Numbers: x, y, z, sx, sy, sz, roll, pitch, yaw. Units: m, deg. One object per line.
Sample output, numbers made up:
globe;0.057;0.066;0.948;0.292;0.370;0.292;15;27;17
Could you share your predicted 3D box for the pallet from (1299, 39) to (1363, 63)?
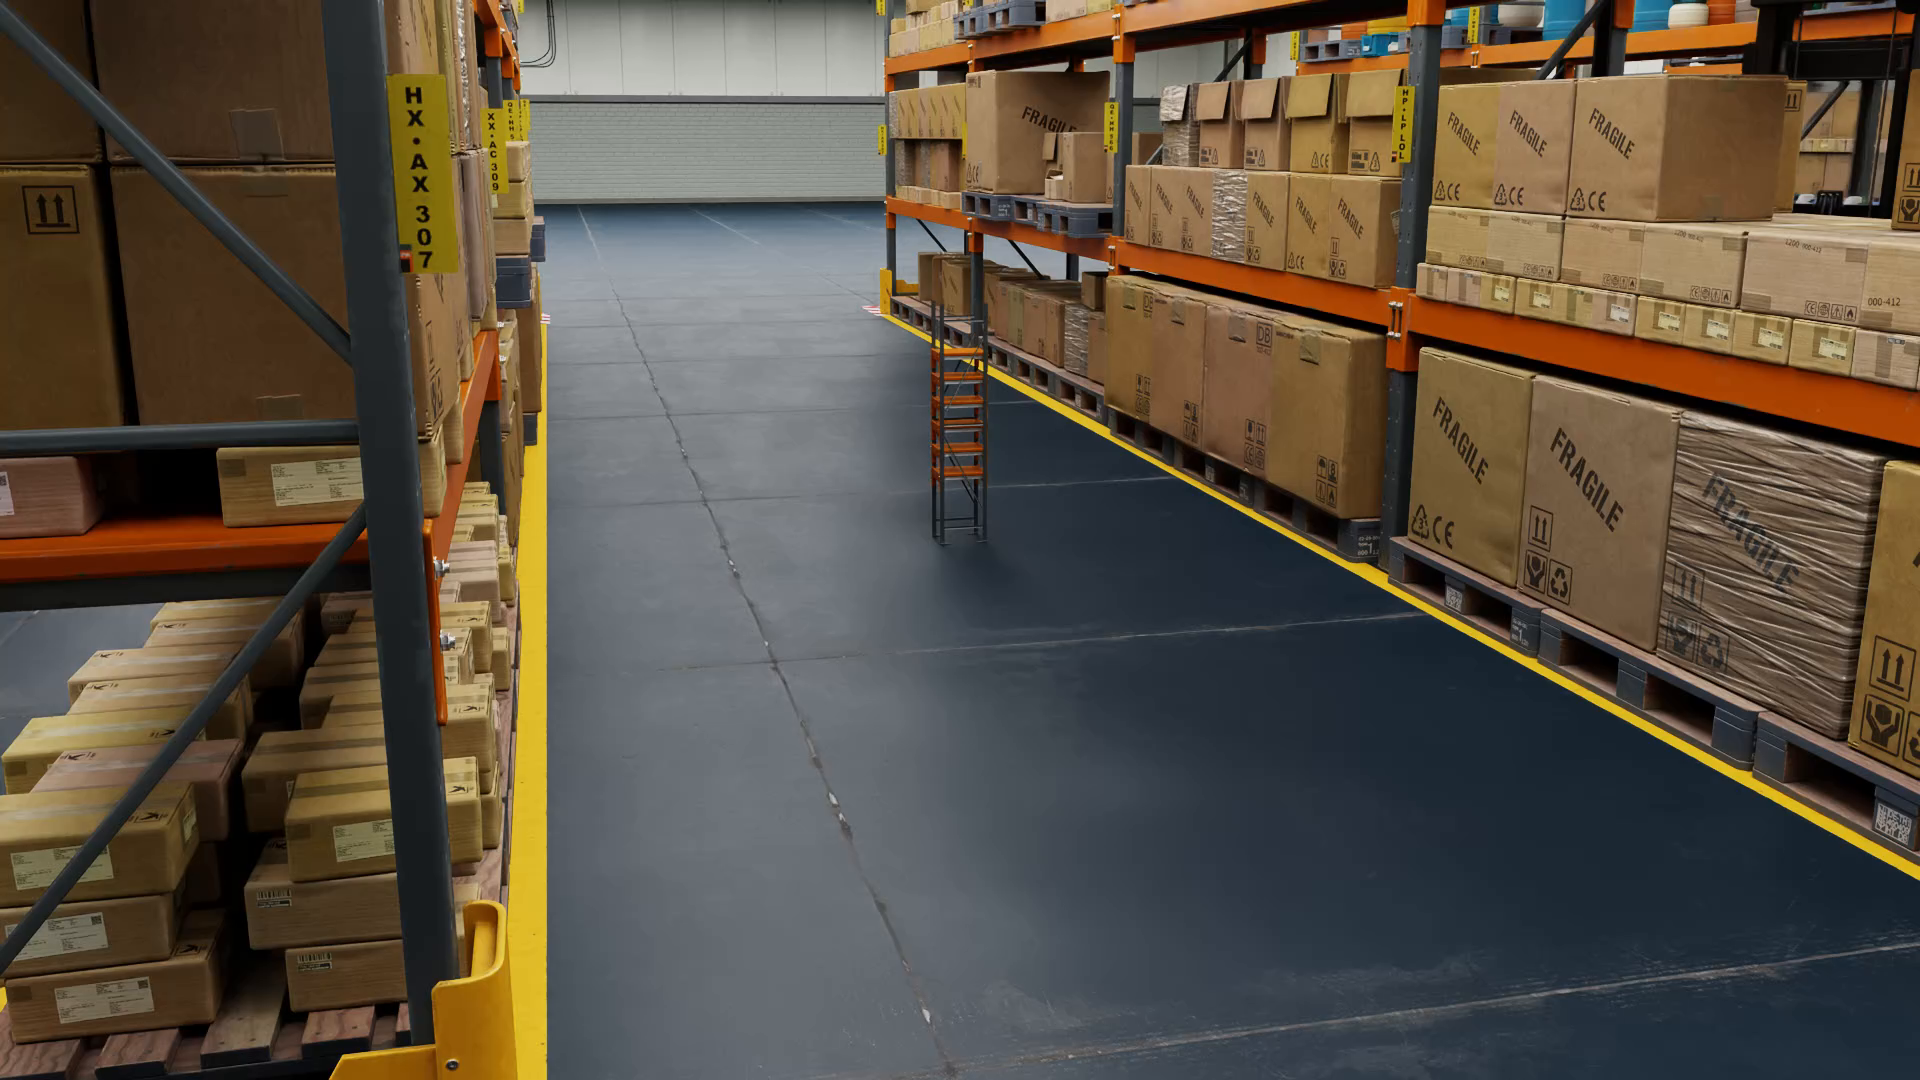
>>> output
pallet;4.572;-5.549;18.899;1.003;0.211;1.213;-3;14;-13

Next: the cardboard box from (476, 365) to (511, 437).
cardboard box;-2.285;-0.622;7.454;0.500;0.250;0.500;-4;14;-16

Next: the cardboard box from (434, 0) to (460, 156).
cardboard box;-1.502;-1.194;4.051;0.500;0.500;0.500;-4;14;-14

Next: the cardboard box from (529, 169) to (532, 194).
cardboard box;-2.621;-2.021;9.398;0.380;0.149;0.250;-3;14;-12

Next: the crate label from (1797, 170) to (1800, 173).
crate label;6.381;-2.796;13.477;0.502;0.435;0.616;-3;14;-13

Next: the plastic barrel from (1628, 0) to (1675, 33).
plastic barrel;6.049;-4.751;14.177;0.600;0.901;0.708;-3;14;-13

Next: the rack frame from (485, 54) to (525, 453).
rack frame;-3.308;-2.005;10.316;1.000;3.000;0.127;-3;14;-13

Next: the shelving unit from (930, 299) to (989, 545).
shelving unit;-0.003;-0.586;8.298;0.258;1.200;0.189;-3;14;-13

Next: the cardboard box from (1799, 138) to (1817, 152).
cardboard box;9.659;-4.440;18.704;0.380;0.149;0.250;-3;14;-12

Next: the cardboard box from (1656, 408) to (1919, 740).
cardboard box;2.974;0.062;5.445;0.875;0.875;0.875;-3;14;-13

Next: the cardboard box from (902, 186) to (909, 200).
cardboard box;-0.423;-3.786;18.132;0.380;0.149;0.250;-3;14;-13

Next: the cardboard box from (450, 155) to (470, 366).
cardboard box;-1.519;-0.708;4.166;0.500;0.500;0.500;-3;14;-12

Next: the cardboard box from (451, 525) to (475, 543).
cardboard box;-1.883;0.055;5.751;0.380;0.149;0.250;-3;14;-11

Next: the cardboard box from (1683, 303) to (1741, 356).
cardboard box;2.653;-0.708;5.532;0.380;0.149;0.250;-3;14;-12

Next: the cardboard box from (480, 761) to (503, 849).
cardboard box;-1.401;0.704;4.346;0.380;0.149;0.250;-3;14;-12

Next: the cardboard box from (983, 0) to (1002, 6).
cardboard box;0.612;-4.779;14.244;0.797;0.503;0.637;-4;14;-16

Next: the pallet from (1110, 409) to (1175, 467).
pallet;1.649;-0.718;10.921;1.003;0.211;1.213;-3;14;-13

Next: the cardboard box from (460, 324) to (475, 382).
cardboard box;-1.637;-0.551;4.892;0.380;0.149;0.250;-3;14;-12

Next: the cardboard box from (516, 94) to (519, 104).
cardboard box;-4.919;-4.239;16.866;0.875;0.550;0.550;-3;14;-13

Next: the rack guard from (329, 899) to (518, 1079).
rack guard;-1.447;1.037;3.130;1.175;0.500;0.348;-3;14;-13

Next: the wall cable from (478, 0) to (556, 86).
wall cable;-12.732;-15.829;47.092;2.305;6.003;0.169;-3;14;-13

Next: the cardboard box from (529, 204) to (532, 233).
cardboard box;-2.382;-1.640;8.466;0.380;0.149;0.250;-4;14;-16

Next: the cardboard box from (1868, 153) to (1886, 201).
cardboard box;10.117;-3.883;17.791;0.700;0.500;0.500;-4;14;-15

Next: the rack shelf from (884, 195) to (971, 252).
rack shelf;0.128;-3.293;17.103;1.077;0.370;4.000;-3;14;-13

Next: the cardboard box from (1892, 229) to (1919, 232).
cardboard box;3.322;-0.846;5.260;0.500;0.250;0.500;-4;14;-15

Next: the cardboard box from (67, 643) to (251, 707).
cardboard box;-2.104;0.388;4.387;0.380;0.149;0.250;-3;14;-11

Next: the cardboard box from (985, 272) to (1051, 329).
cardboard box;0.542;-2.266;15.762;0.500;0.500;0.500;-4;14;-15

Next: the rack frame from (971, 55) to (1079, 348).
rack frame;0.597;-3.181;15.129;1.000;3.000;0.127;-3;14;-13

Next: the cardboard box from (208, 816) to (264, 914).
cardboard box;-1.893;0.792;3.988;0.380;0.149;0.250;-3;14;-13

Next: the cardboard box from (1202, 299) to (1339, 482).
cardboard box;2.096;-0.860;9.220;1.225;0.875;0.875;-4;14;-15

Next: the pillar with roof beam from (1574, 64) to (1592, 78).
pillar with roof beam;8.105;-10.262;31.469;9.100;9.000;0.400;-3;14;-13

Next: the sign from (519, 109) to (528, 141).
sign;-3.722;-3.485;14.098;0.100;0.325;0.005;-3;14;-13

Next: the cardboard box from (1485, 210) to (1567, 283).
cardboard box;2.444;-1.170;6.583;0.500;0.250;0.500;-3;14;-13

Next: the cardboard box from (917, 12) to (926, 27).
cardboard box;-0.230;-5.304;16.972;0.380;0.149;0.250;-4;14;-16

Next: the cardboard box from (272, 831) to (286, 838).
cardboard box;-1.456;0.623;4.050;0.380;0.149;0.250;-3;14;-12

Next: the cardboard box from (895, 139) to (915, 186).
cardboard box;-0.240;-4.169;18.333;0.875;0.500;0.500;-3;14;-13

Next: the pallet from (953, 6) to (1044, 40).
pallet;0.639;-4.399;14.188;1.213;0.211;1.003;-3;14;-13

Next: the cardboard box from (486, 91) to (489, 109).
cardboard box;-3.767;-2.997;12.055;0.700;0.500;0.500;-3;14;-14

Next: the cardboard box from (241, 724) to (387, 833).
cardboard box;-1.404;0.535;3.785;0.380;0.149;0.250;-3;14;-12

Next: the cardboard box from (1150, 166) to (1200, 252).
cardboard box;1.510;-2.061;10.332;0.500;0.500;0.500;-4;14;-15

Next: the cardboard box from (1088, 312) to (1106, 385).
cardboard box;1.360;-1.412;12.224;0.700;0.500;0.500;-4;14;-16

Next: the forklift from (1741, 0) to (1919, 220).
forklift;5.009;-1.770;9.497;1.130;2.935;3.031;9;16;33

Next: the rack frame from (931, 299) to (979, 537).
rack frame;-0.025;-0.607;8.385;0.240;1.200;0.006;-3;14;-13

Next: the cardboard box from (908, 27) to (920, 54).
cardboard box;-0.241;-5.130;17.099;0.500;0.250;0.500;-3;14;-13

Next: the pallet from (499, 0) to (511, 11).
pallet;-3.511;-3.516;10.578;1.213;0.211;1.003;-3;14;-11

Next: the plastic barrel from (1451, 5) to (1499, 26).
plastic barrel;5.282;-5.598;16.758;0.600;0.901;0.708;-3;14;-13

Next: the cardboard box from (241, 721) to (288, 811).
cardboard box;-1.918;0.583;4.215;0.380;0.149;0.250;-3;14;-14

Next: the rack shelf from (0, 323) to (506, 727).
rack shelf;-1.899;-0.272;4.735;1.077;0.370;4.000;-3;14;-13

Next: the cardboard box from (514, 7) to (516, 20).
cardboard box;-4.422;-5.029;15.805;0.380;0.149;0.250;-3;14;-12
